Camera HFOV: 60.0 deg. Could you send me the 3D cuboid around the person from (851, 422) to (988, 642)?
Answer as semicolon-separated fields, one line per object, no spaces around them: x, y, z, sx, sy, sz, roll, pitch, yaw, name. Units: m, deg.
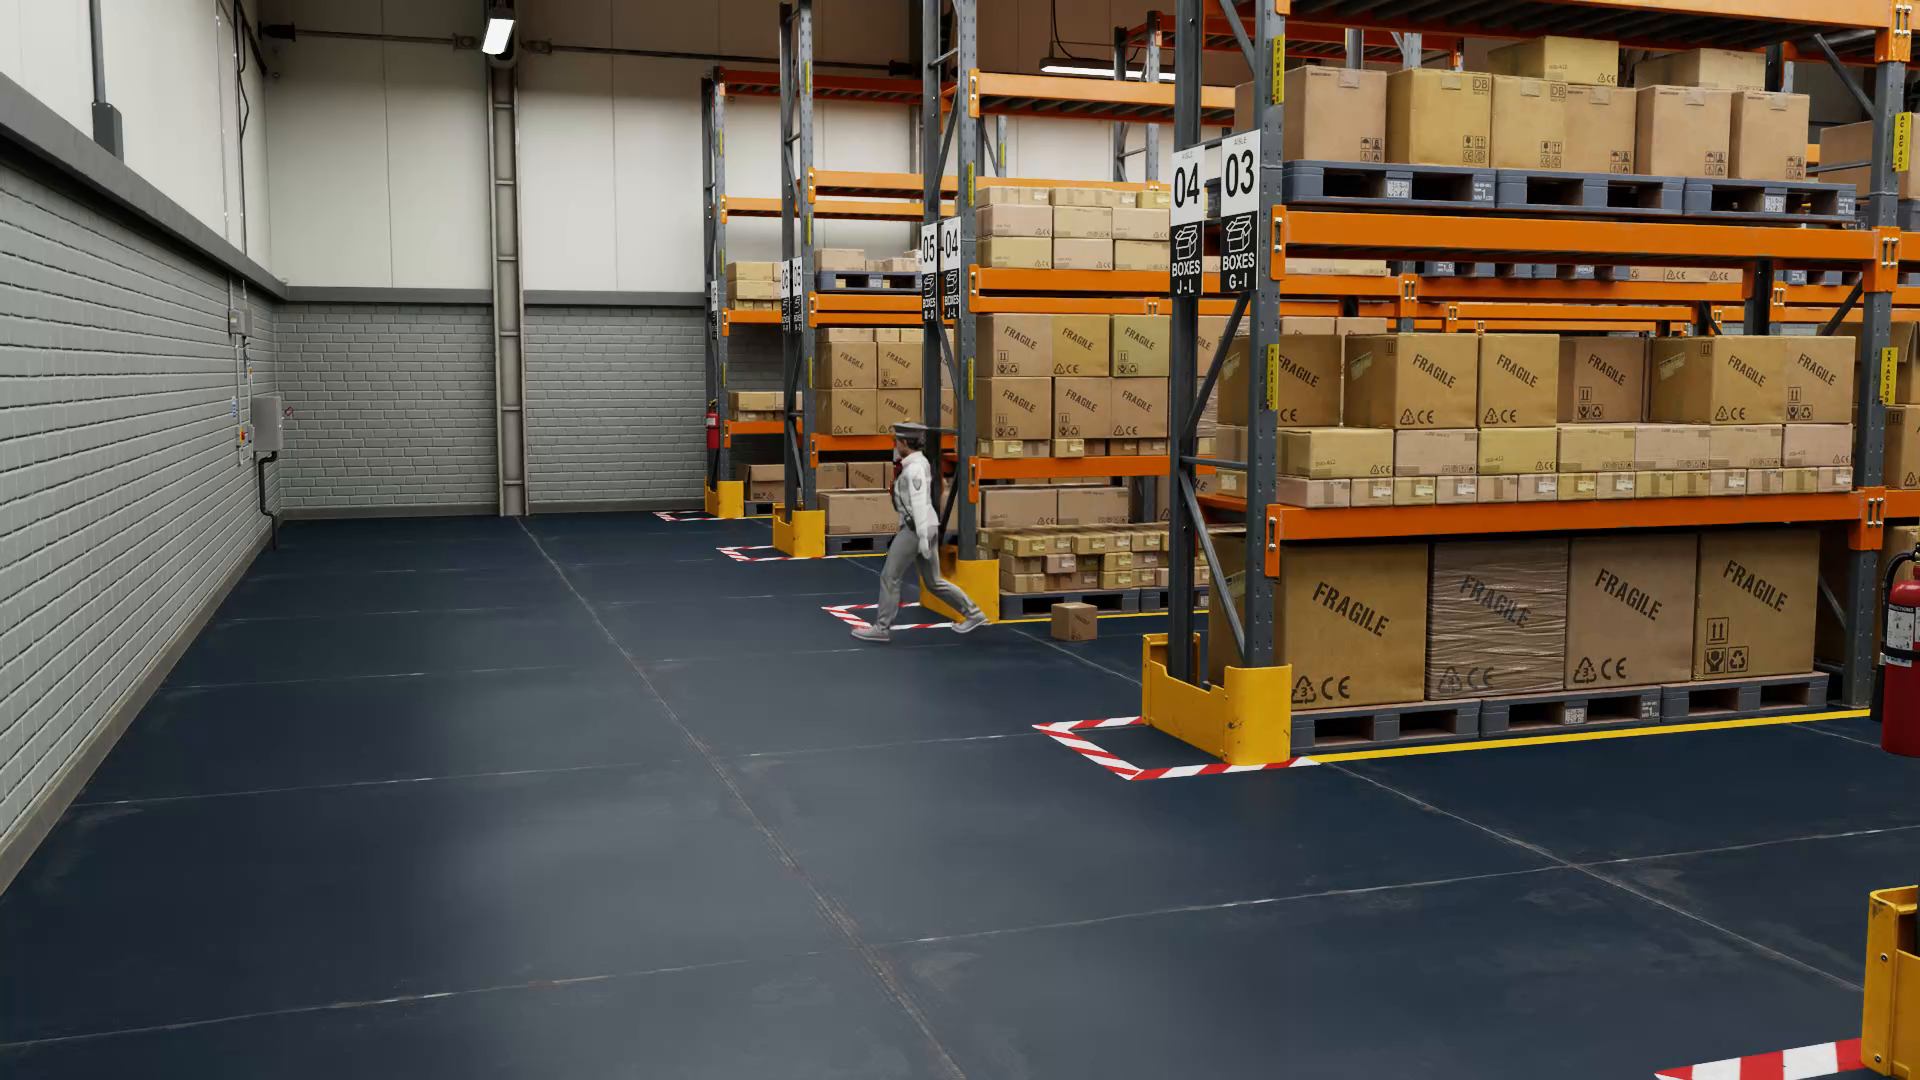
-0.295;-0.057;12.194;0.992;1.610;0.584;1;6;8;person
